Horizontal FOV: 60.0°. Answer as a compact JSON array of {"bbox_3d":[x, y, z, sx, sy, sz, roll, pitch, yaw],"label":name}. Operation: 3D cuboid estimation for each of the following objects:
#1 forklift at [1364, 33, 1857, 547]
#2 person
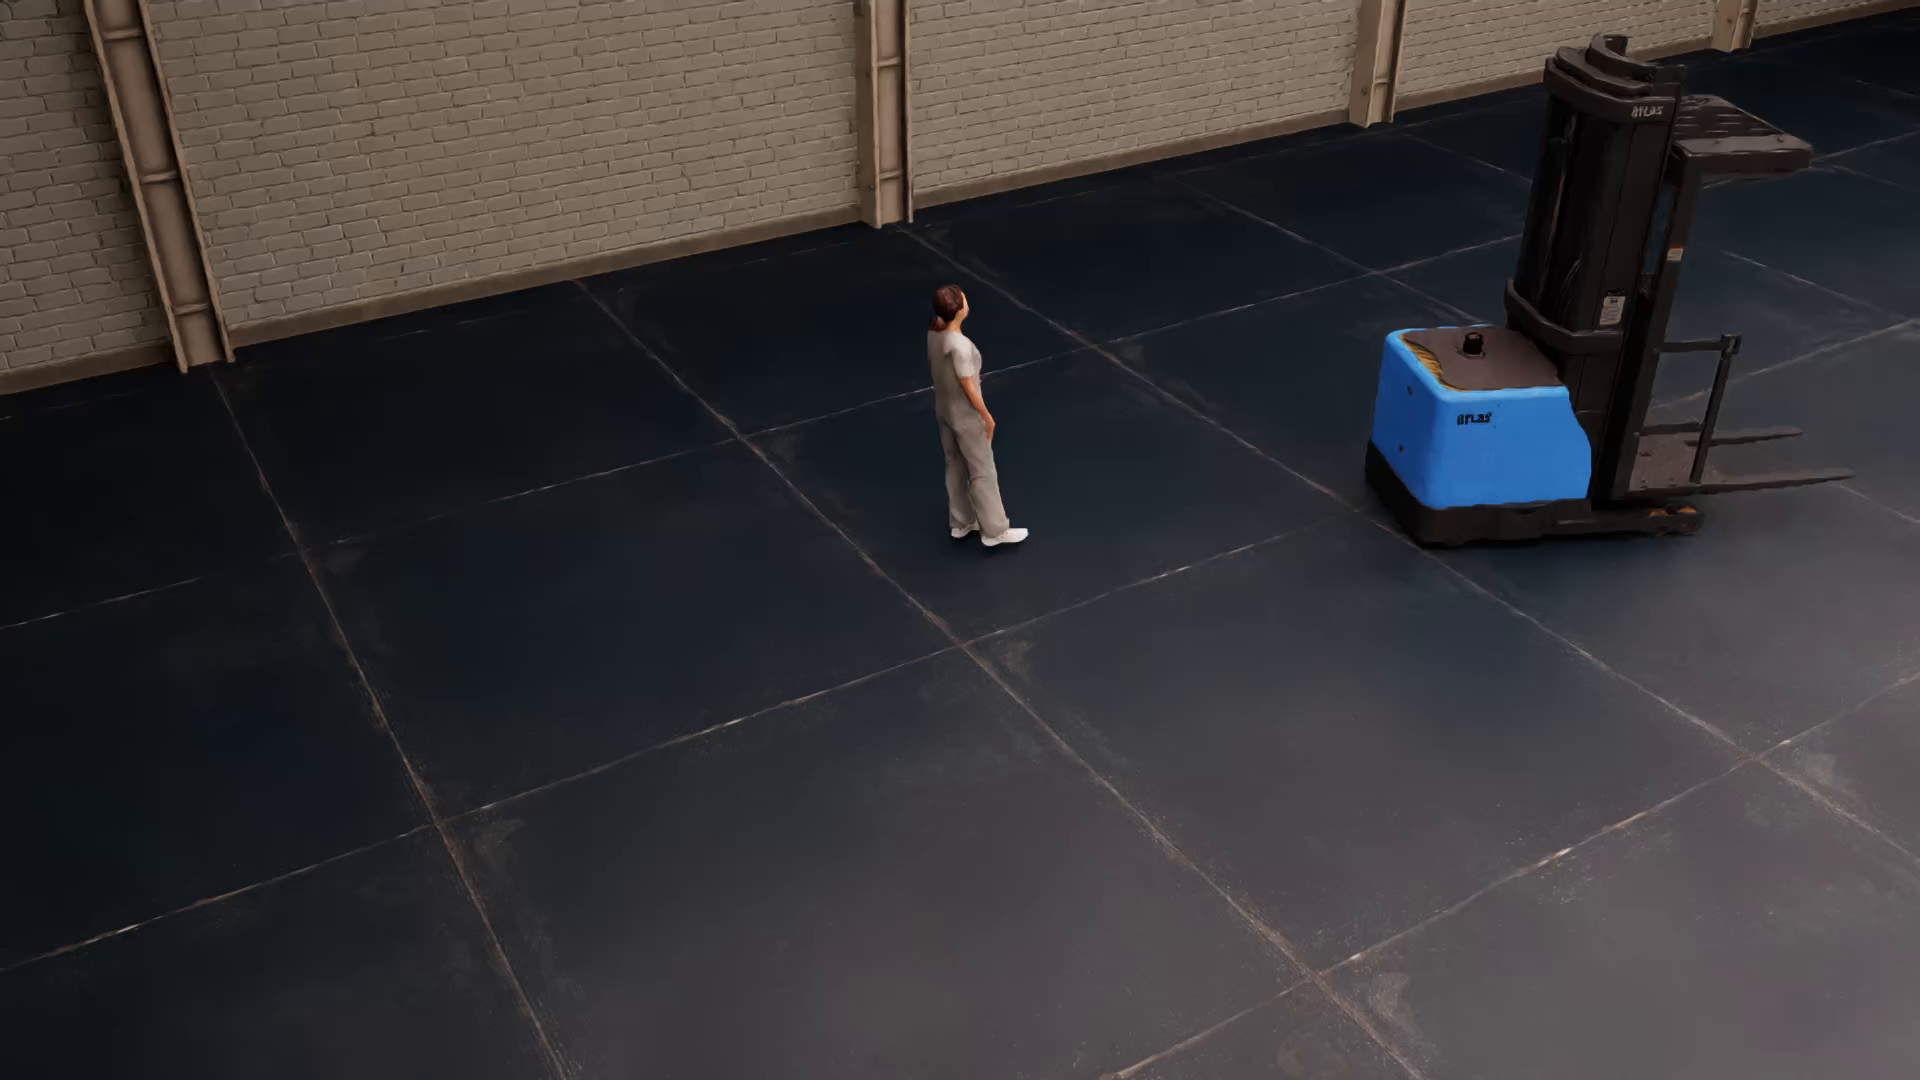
[{"bbox_3d":[4.266,-1.548,10.232,3.031,2.935,1.130,-4,31,-7],"label":"forklift"},{"bbox_3d":[0.076,-0.770,10.074,0.534,1.662,0.550,-17,35,-26],"label":"person"}]
